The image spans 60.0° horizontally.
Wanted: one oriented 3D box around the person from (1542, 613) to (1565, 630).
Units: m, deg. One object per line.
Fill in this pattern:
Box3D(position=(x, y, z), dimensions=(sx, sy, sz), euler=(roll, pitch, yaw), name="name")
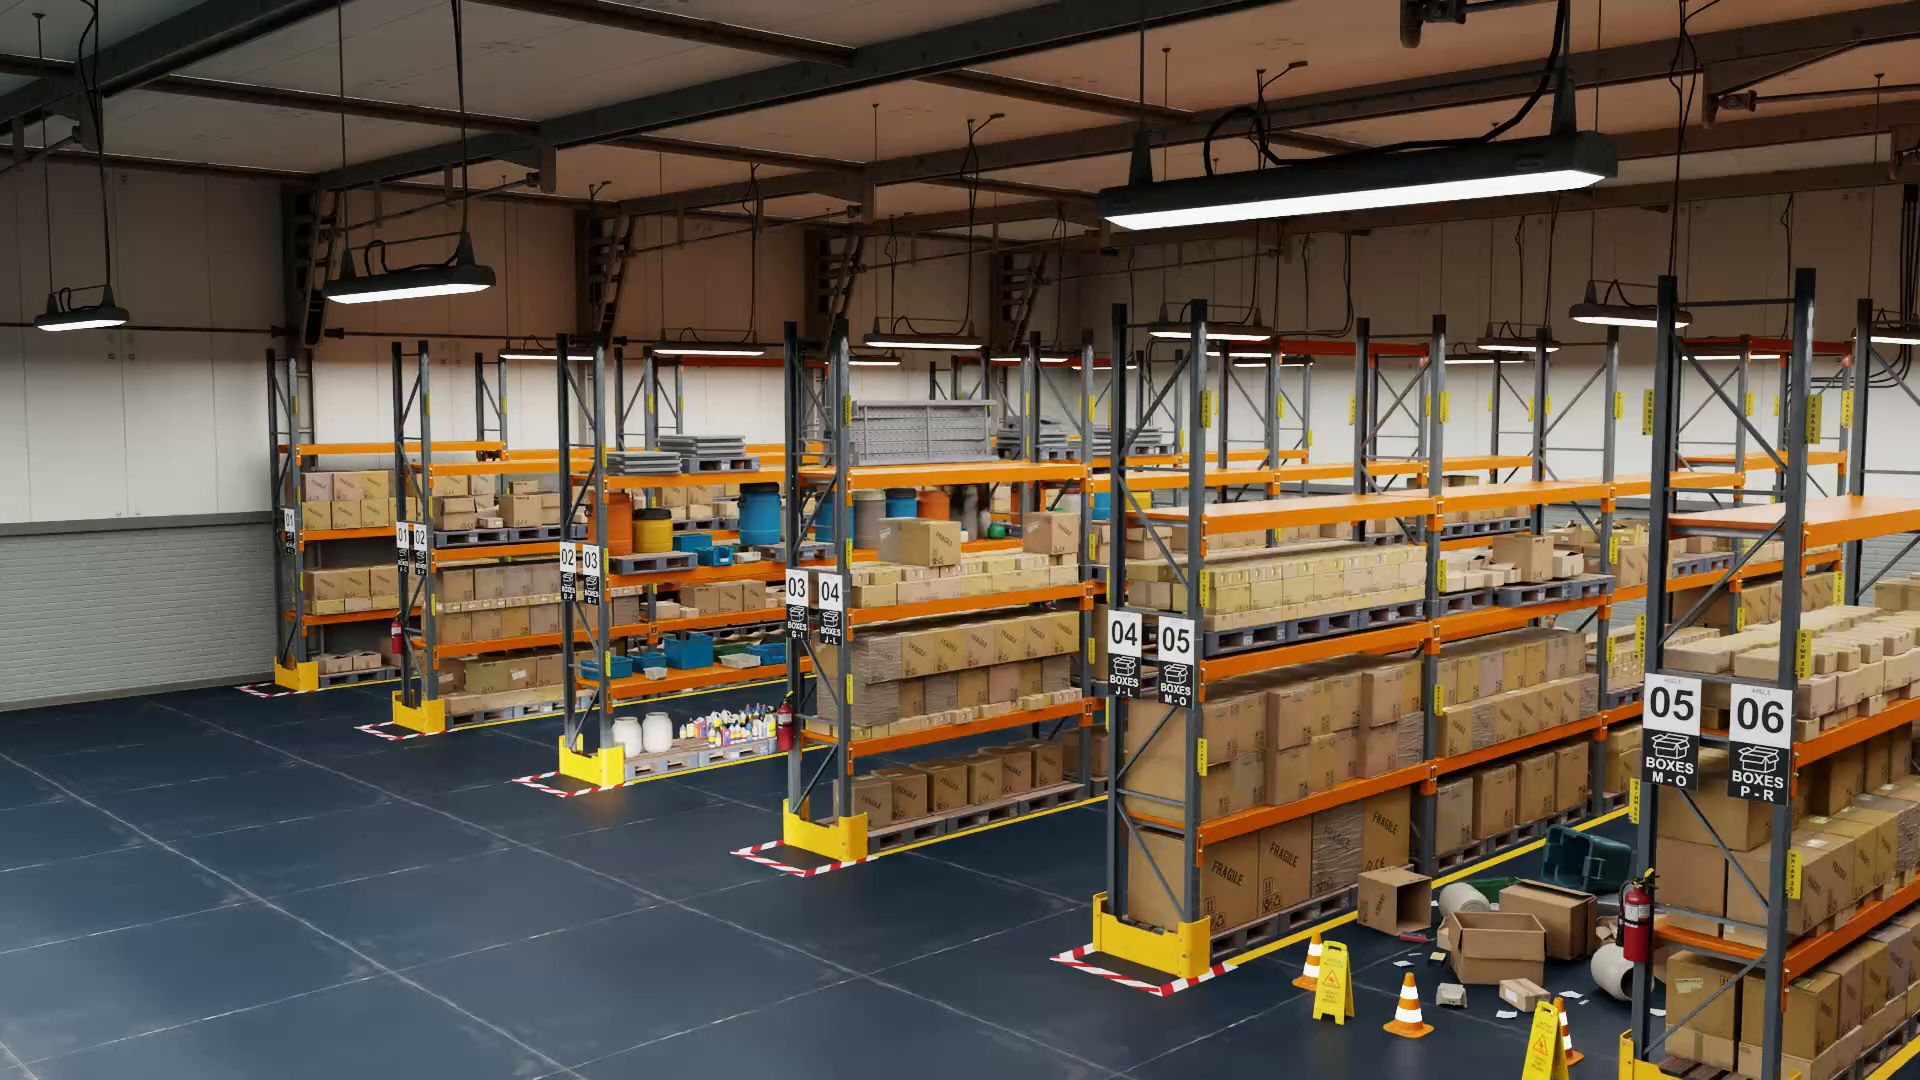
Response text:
Box3D(position=(9.645, 1.979, 27.181), dimensions=(0.578, 1.687, 0.683), euler=(5, 7, 44), name="person")
